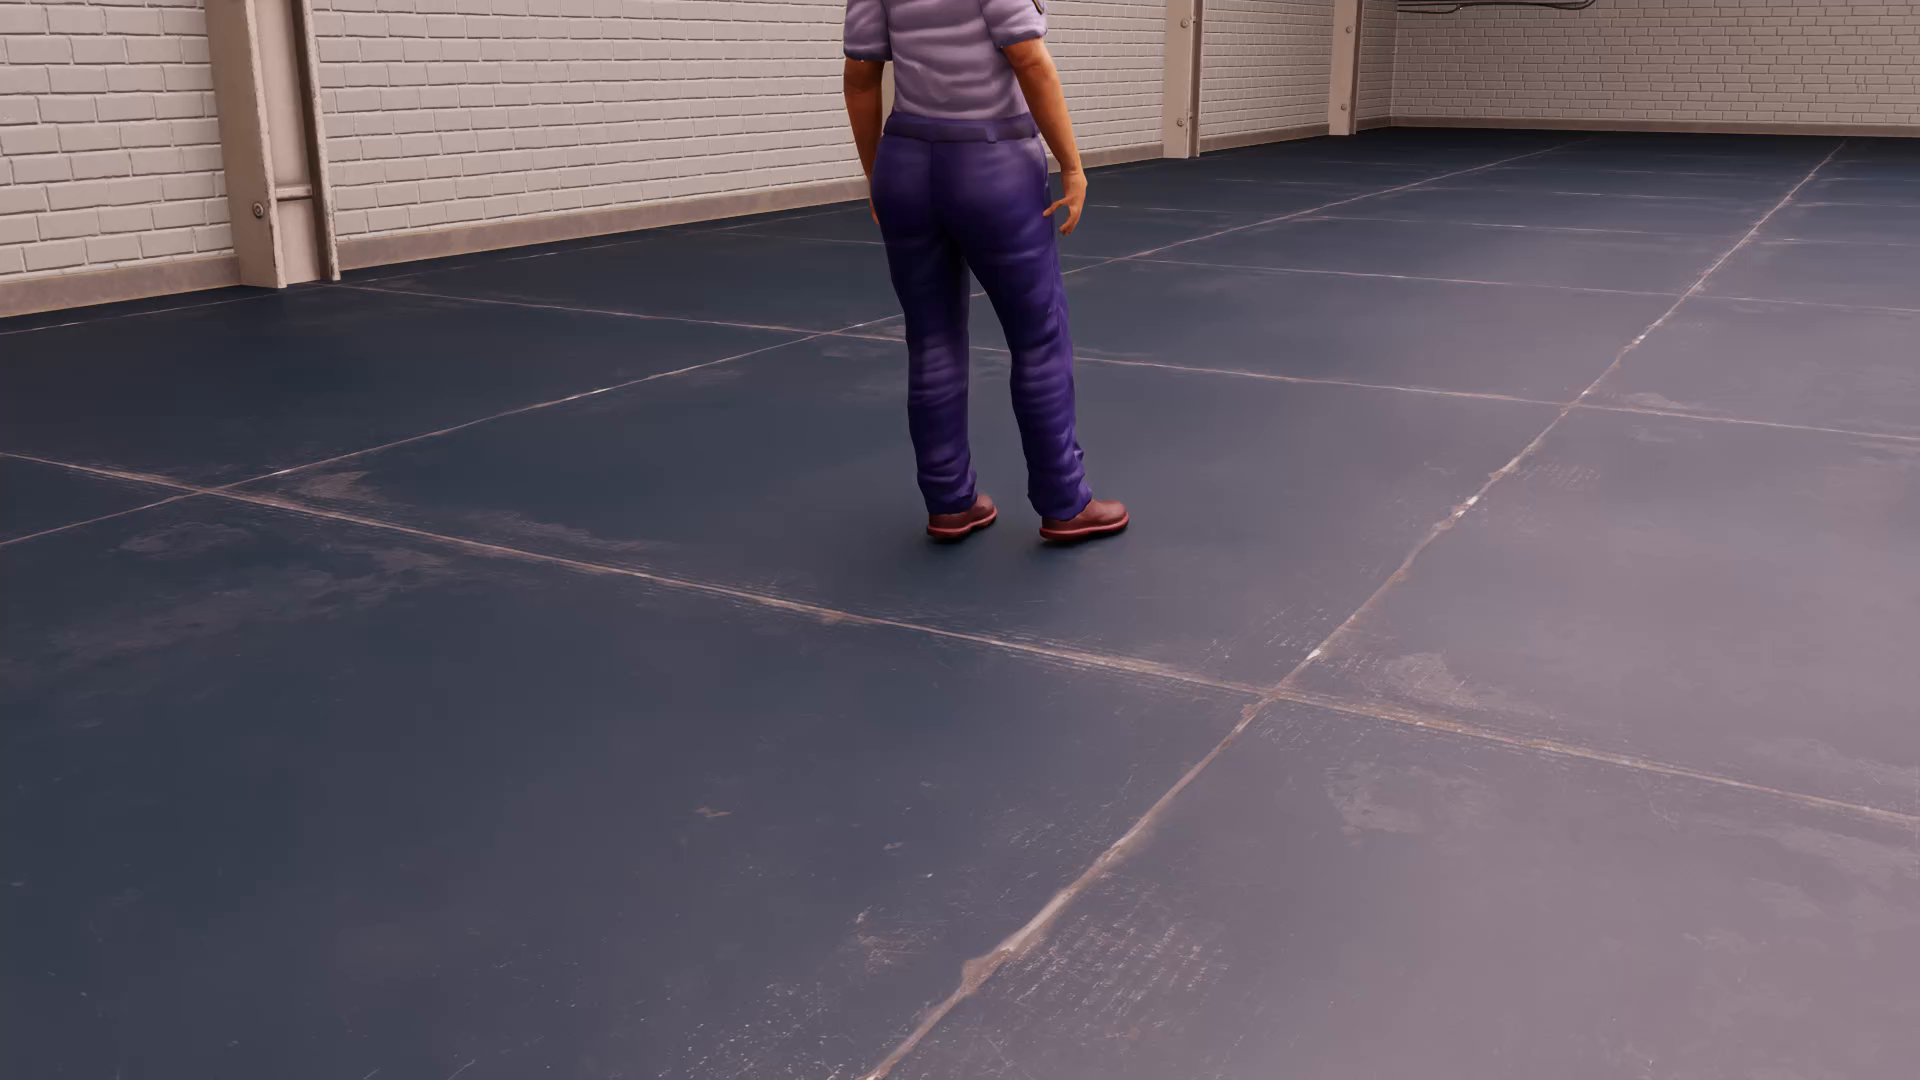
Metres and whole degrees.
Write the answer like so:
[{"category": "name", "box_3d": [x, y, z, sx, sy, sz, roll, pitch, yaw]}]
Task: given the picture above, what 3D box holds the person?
[{"category": "person", "box_3d": [0.064, -0.817, 3.869, 0.598, 1.651, 0.503, 9, 19, 28]}]
